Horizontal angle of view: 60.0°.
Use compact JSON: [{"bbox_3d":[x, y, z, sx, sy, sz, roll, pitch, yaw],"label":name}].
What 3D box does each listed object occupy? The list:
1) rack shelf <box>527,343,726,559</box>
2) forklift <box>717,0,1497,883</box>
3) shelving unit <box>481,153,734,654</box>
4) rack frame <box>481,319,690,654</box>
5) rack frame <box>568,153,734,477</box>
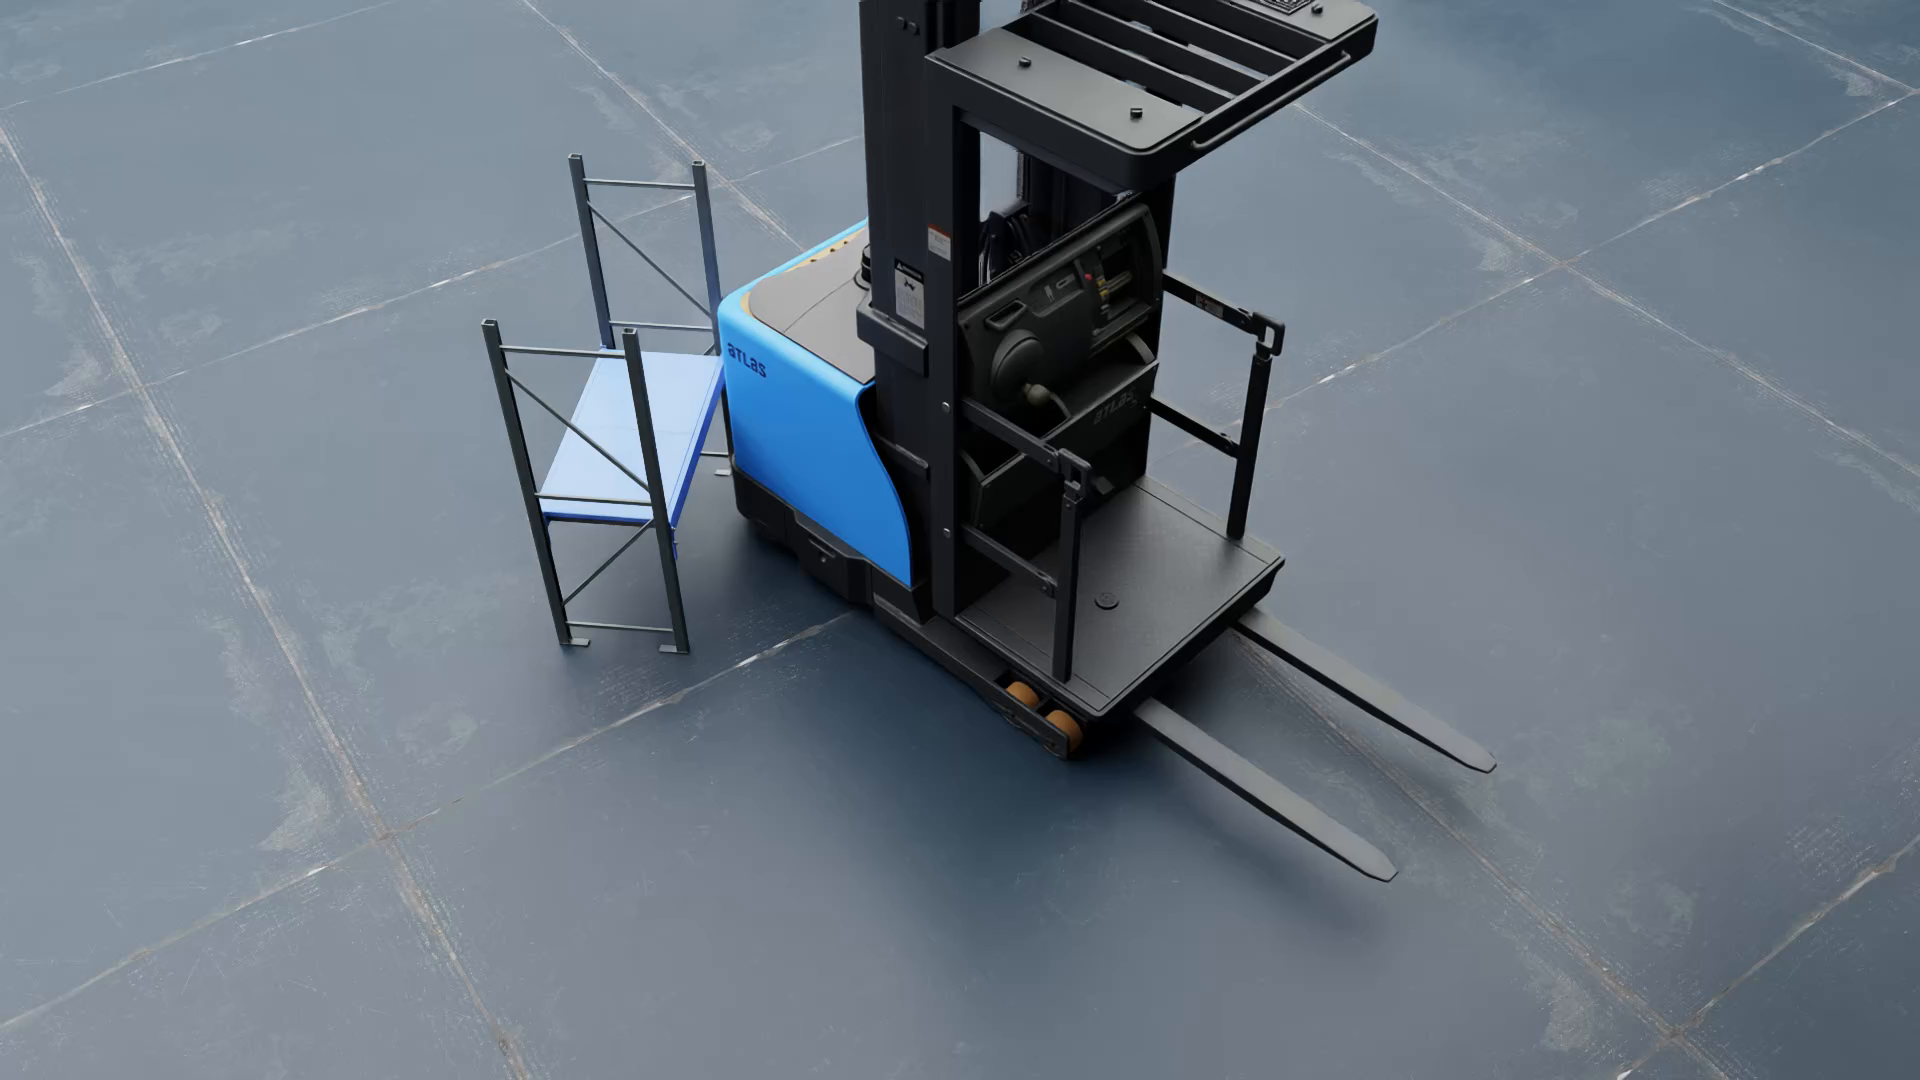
[{"bbox_3d":[-1.224,-0.357,6.298,0.538,0.185,1.000,4,44,4],"label":"rack shelf"},{"bbox_3d":[0.499,-0.699,5.359,3.031,2.935,1.130,33,53,30],"label":"forklift"},{"bbox_3d":[-1.224,-0.487,6.174,0.538,1.500,1.048,4,44,4],"label":"shelving unit"},{"bbox_3d":[-1.277,-0.138,5.808,0.500,1.500,0.032,4,44,4],"label":"rack frame"},{"bbox_3d":[-1.172,-0.836,6.540,0.500,1.500,0.032,4,44,4],"label":"rack frame"}]
